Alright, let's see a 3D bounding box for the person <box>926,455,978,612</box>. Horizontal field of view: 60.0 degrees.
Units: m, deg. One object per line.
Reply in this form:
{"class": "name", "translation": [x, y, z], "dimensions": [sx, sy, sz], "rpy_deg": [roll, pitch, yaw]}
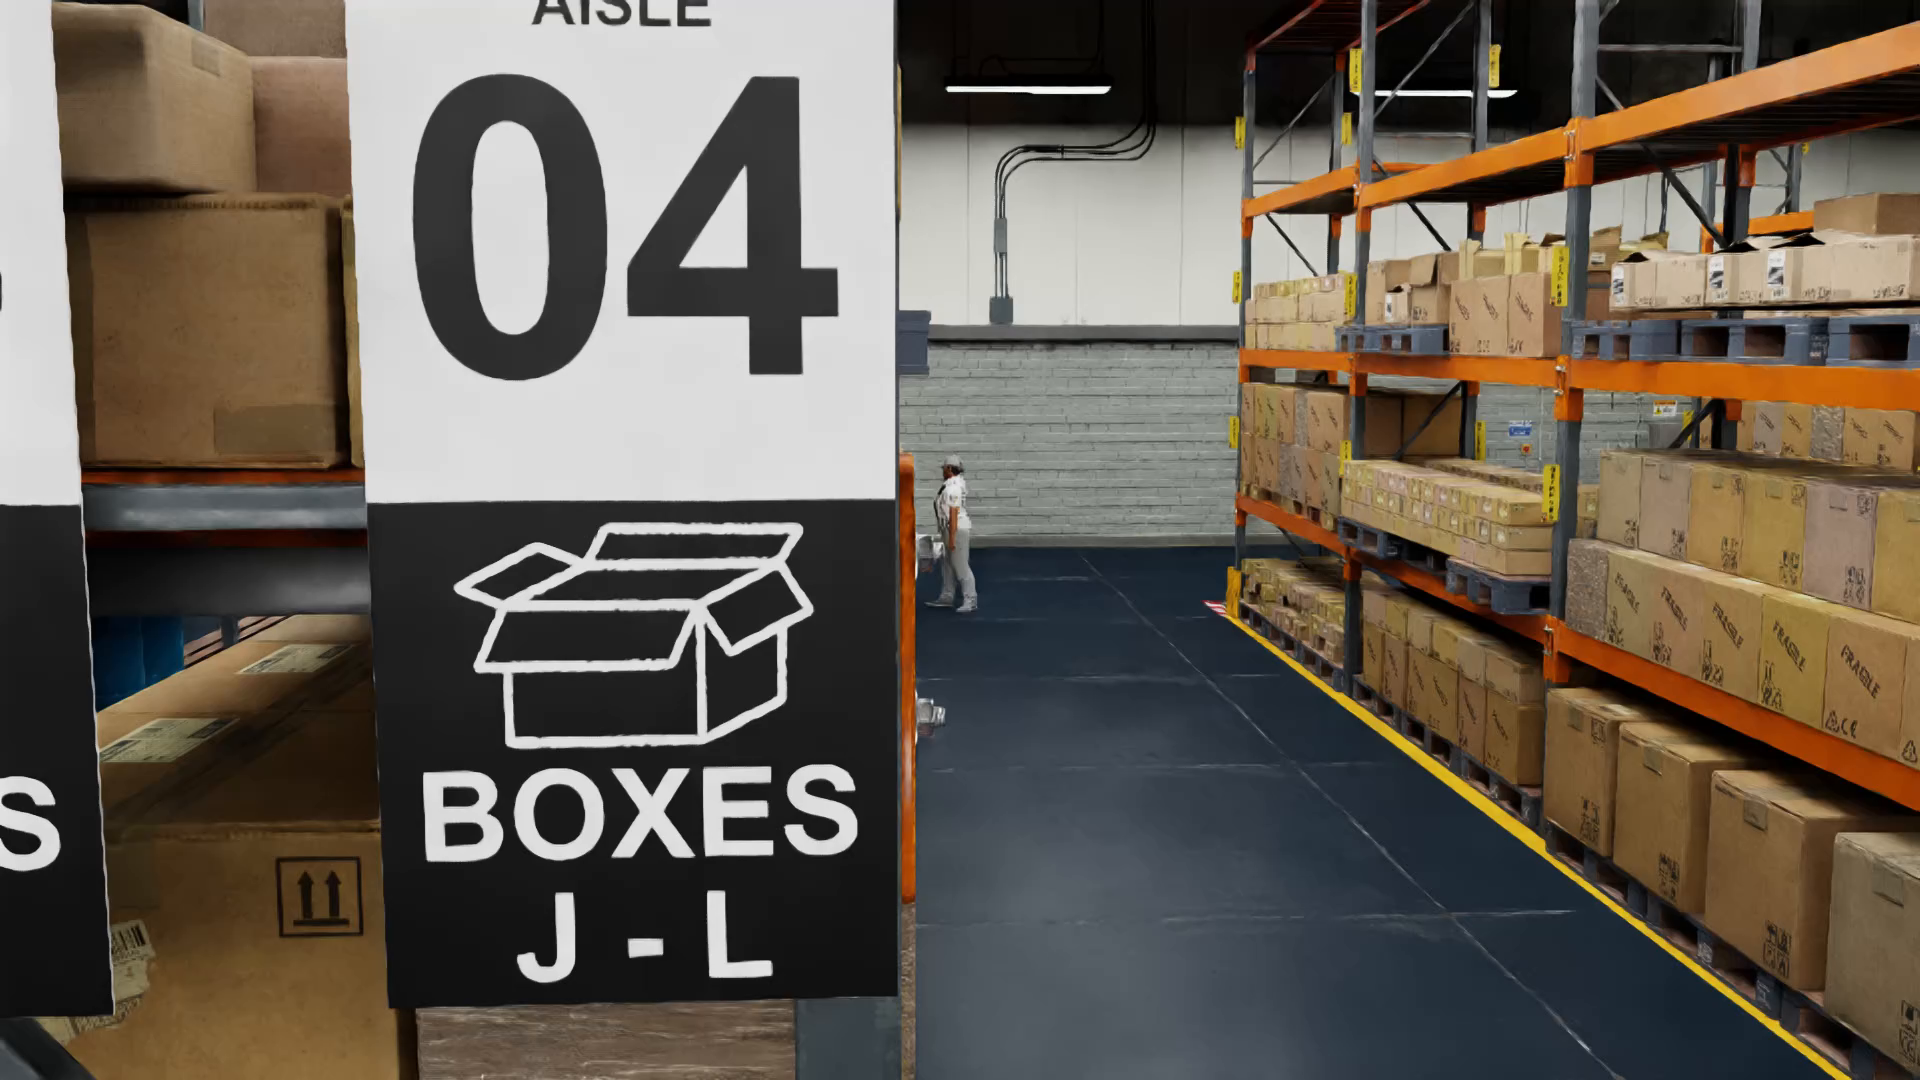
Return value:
{"class": "person", "translation": [-0.095, -0.086, 17.833], "dimensions": [0.554, 1.652, 0.671], "rpy_deg": [0, 7, 1]}
